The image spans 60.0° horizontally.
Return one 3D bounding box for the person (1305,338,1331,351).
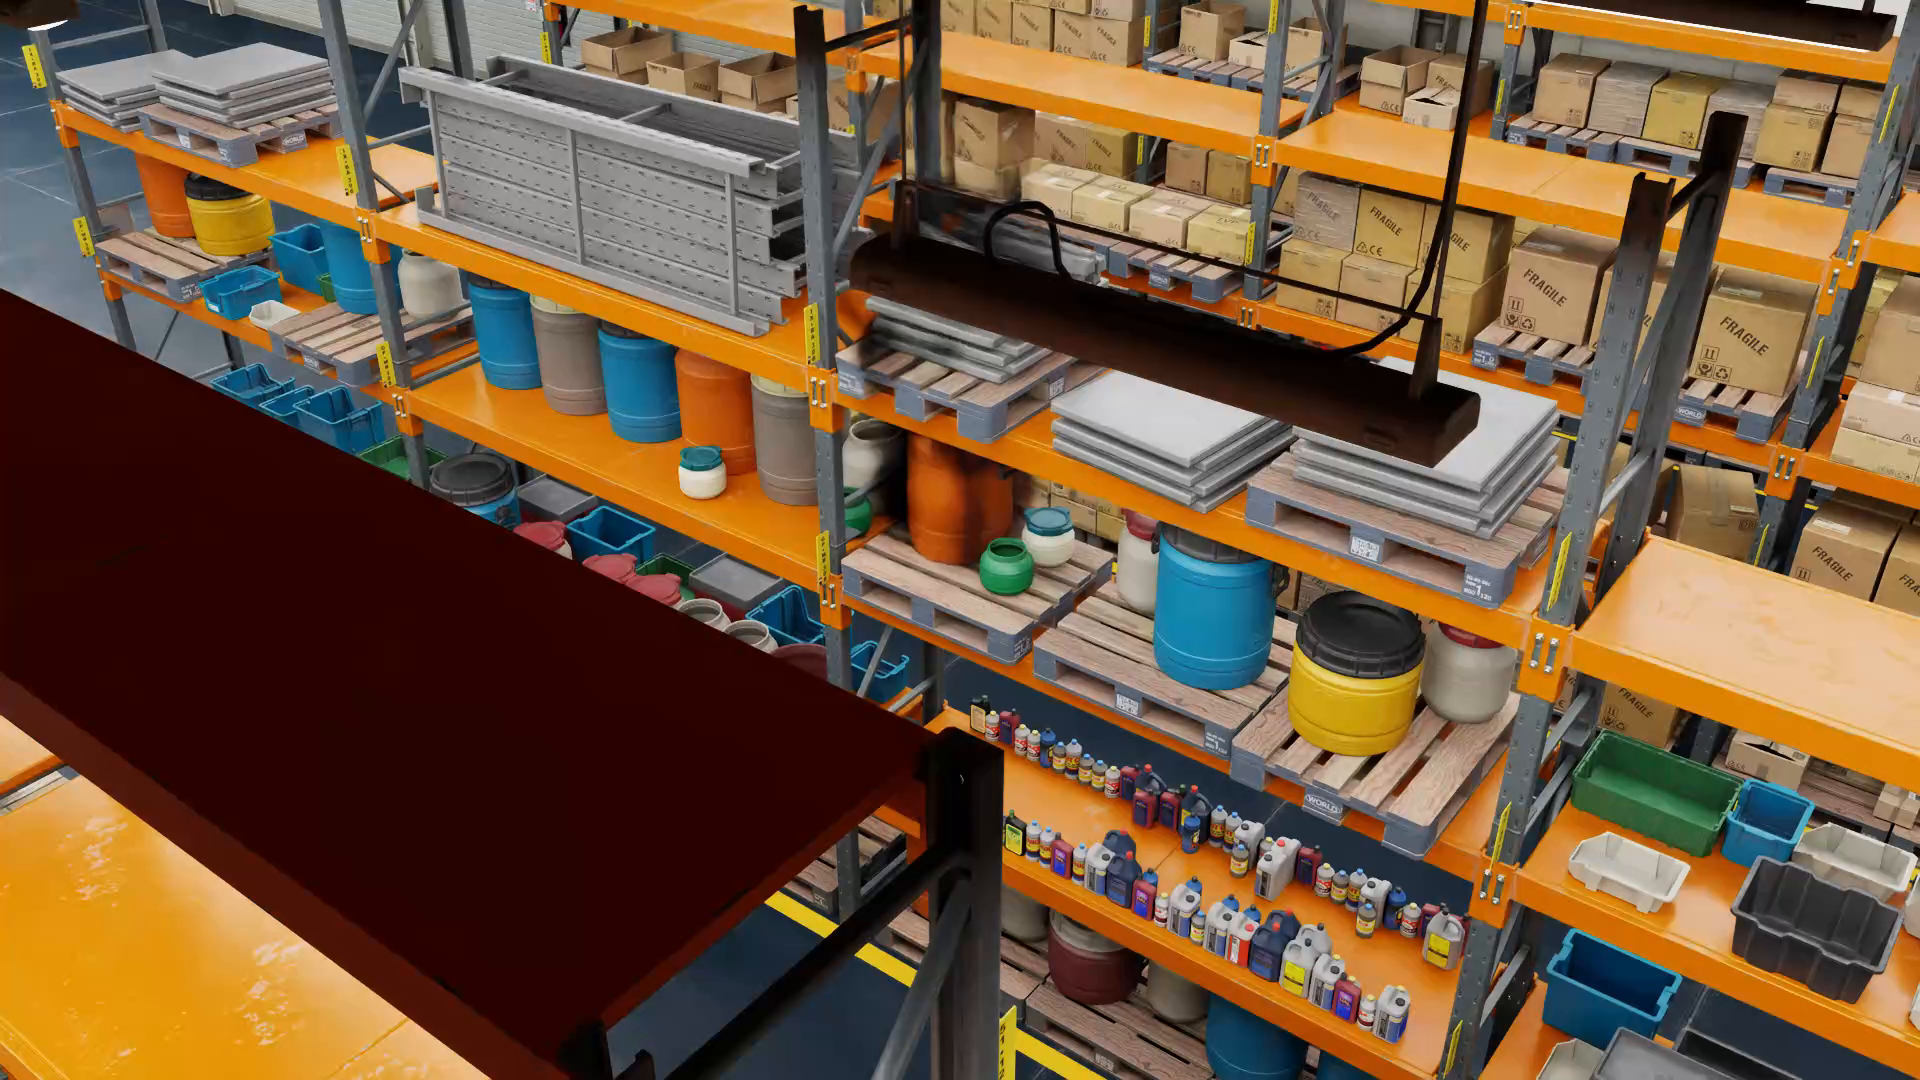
[{"bbox_3d":[3.304,-1.211,15.643,0.841,1.721,0.666,17,35,26],"label":"person"}]
